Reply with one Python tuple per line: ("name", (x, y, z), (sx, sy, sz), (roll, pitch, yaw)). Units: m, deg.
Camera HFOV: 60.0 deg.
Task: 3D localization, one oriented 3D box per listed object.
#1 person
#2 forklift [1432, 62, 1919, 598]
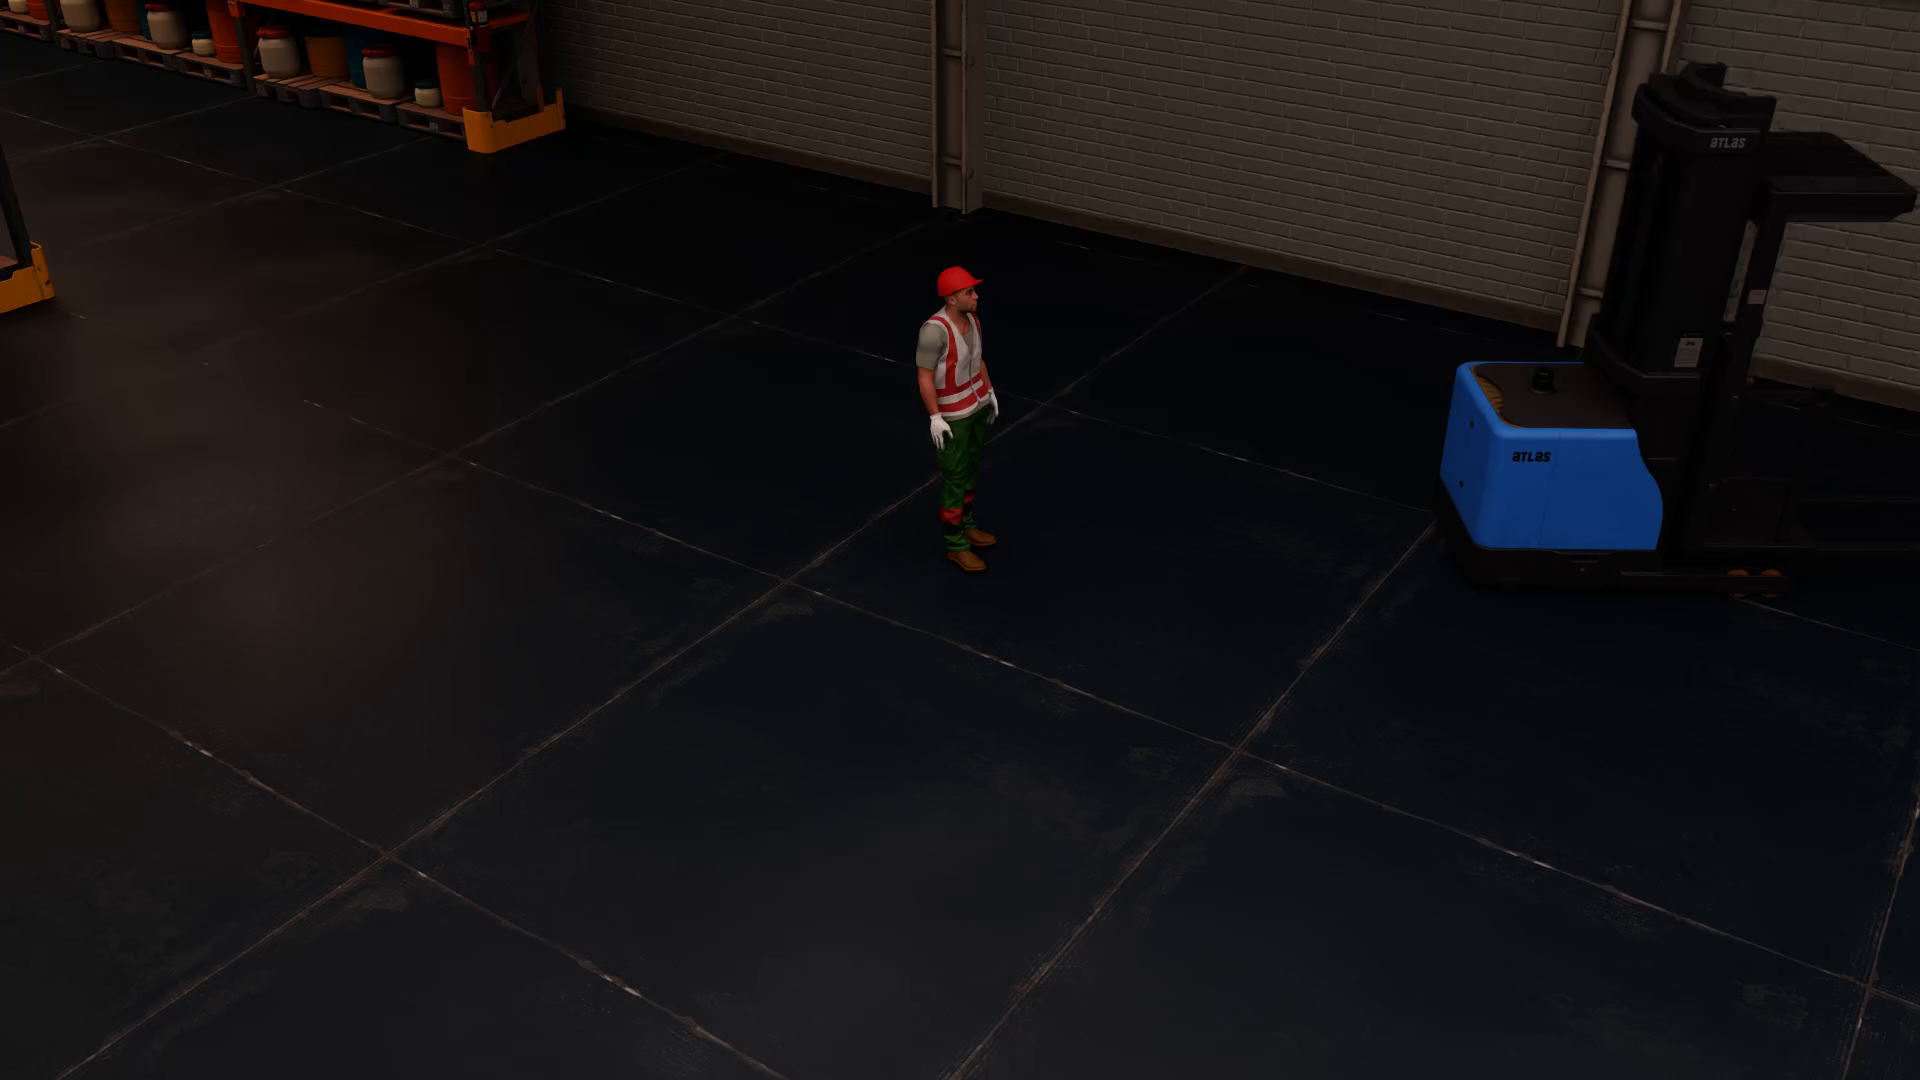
("person", (0.059, -0.752, 9.999), (0.564, 1.787, 0.637), (19, 35, 29))
("forklift", (4.554, -1.194, 9.638), (3.031, 2.935, 1.130), (0, 30, 1))
